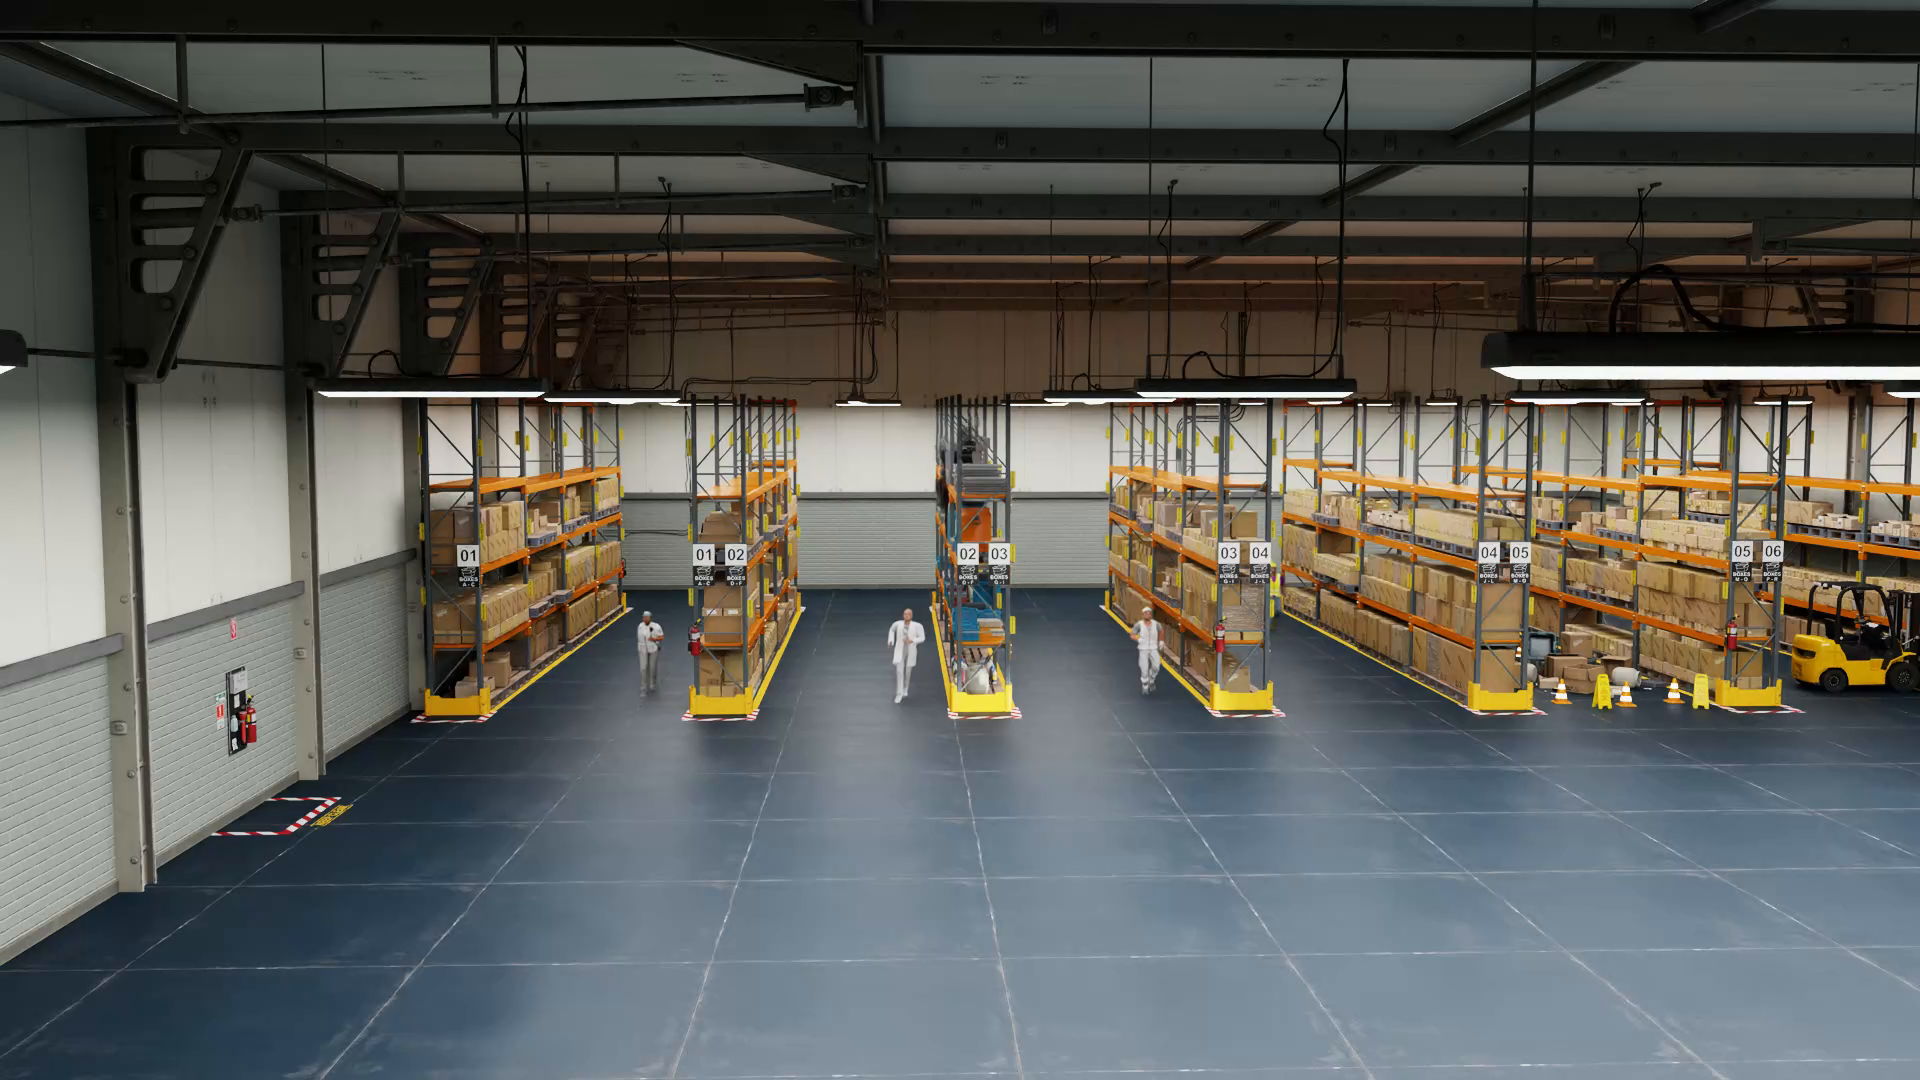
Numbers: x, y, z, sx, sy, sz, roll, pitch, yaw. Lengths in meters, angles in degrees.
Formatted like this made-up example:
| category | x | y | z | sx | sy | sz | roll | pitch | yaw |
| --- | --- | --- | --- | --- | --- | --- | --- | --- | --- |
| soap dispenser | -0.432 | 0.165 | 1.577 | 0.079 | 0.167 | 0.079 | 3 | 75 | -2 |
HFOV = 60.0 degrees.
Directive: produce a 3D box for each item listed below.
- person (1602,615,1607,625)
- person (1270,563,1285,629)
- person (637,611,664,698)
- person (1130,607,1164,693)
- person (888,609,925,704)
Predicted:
| category | x | y | z | sx | sy | sz | roll | pitch | yaw |
| --- | --- | --- | --- | --- | --- | --- | --- | --- | --- |
| person | 16.372 | 1.470 | 42.519 | 0.703 | 1.745 | 0.992 | -1 | 5 | -7 |
| person | 8.133 | 1.462 | 43.242 | 0.696 | 1.717 | 0.605 | 0 | 4 | -2 |
| person | -6.219 | 2.275 | 33.406 | 0.581 | 1.721 | 0.814 | 0 | 4 | 1 |
| person | 3.771 | 2.213 | 33.284 | 0.718 | 1.750 | 0.574 | 0 | 5 | -6 |
| person | -1.053 | 2.270 | 32.738 | 0.723 | 1.840 | 0.896 | 0 | 5 | -3 |
